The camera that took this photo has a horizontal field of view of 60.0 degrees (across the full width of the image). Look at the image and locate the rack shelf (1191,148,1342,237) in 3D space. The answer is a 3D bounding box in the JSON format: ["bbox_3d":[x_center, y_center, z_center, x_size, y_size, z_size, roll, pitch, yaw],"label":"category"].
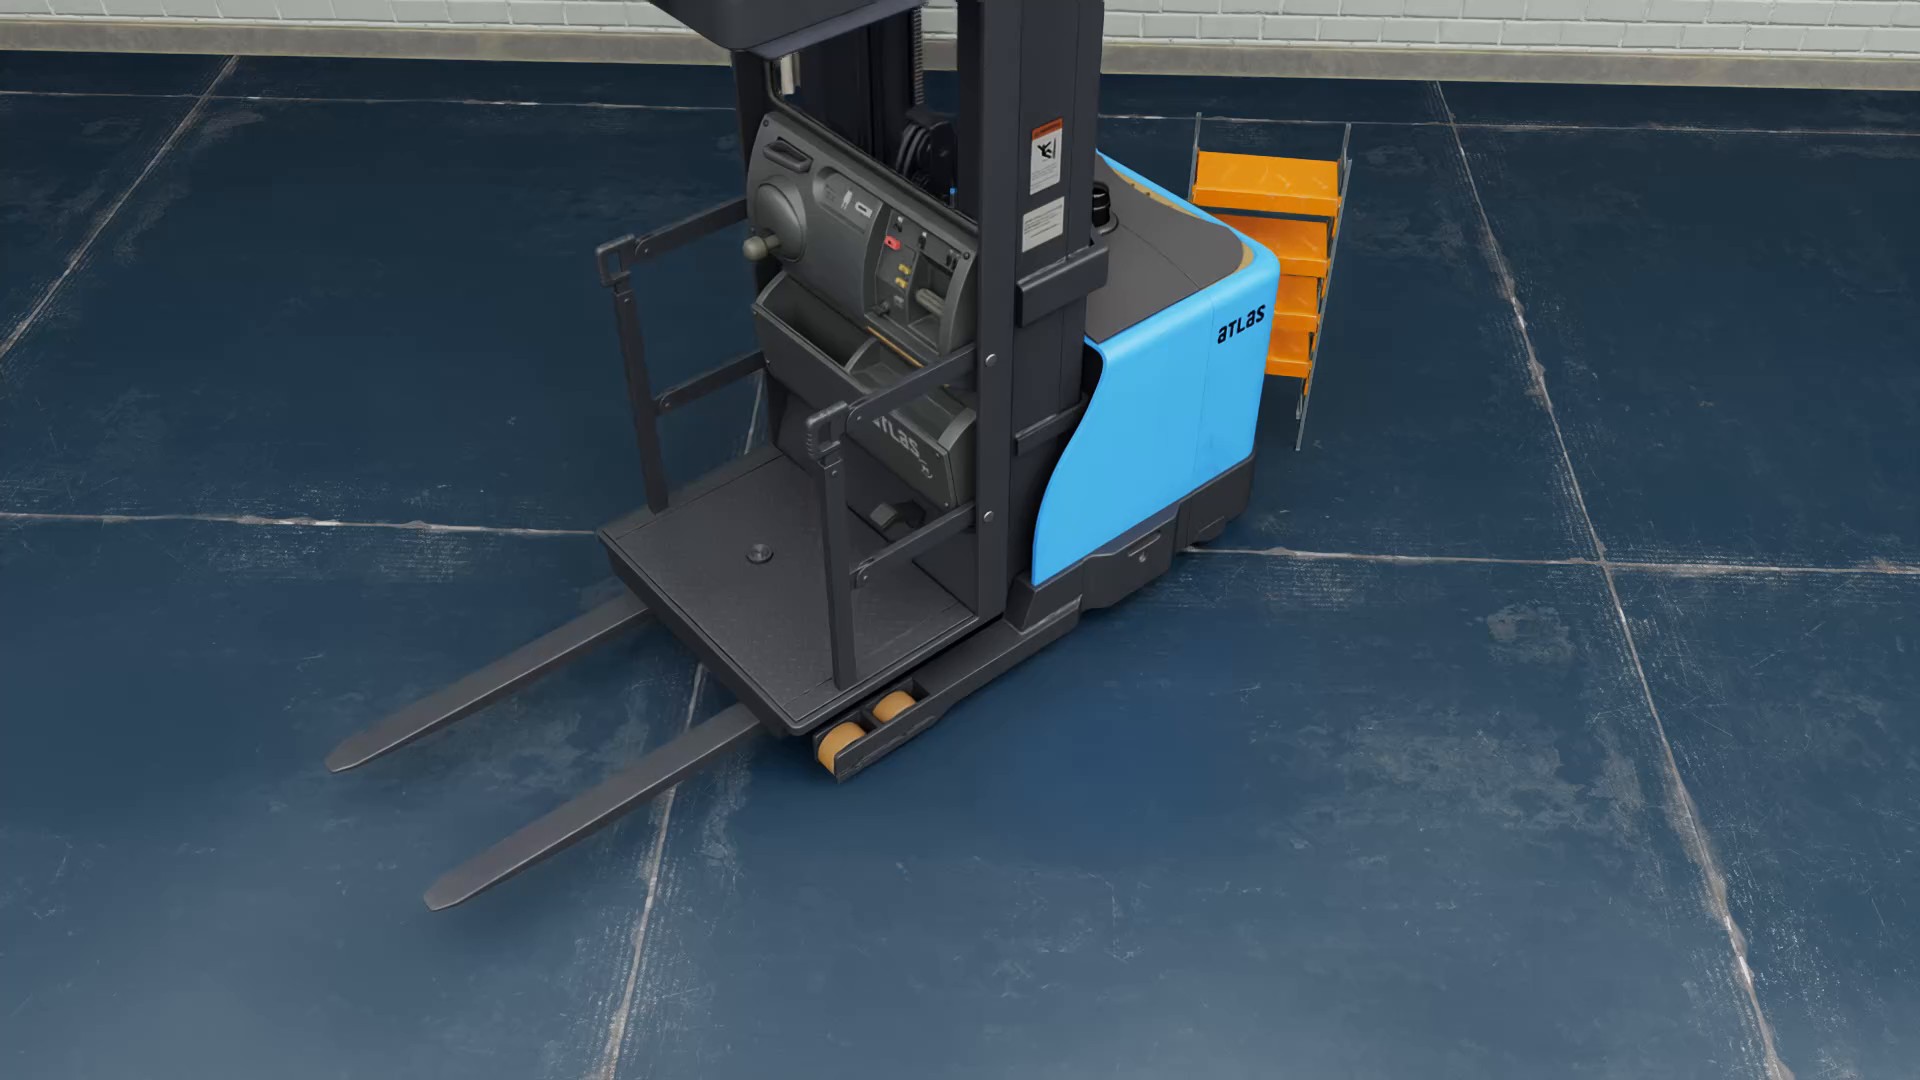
[{"bbox_3d":[1.015,-1.160,5.538,0.480,0.148,0.258,6,43,6],"label":"rack shelf"}]

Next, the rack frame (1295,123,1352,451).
[{"bbox_3d":[1.256,-0.847,5.778,0.015,1.200,0.240,6,43,6],"label":"rack frame"}]

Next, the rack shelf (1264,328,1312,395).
[{"bbox_3d":[1.015,-0.678,5.987,0.480,0.148,0.258,6,43,6],"label":"rack shelf"}]

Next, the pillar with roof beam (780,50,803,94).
[{"bbox_3d":[-0.849,-2.631,1.972,0.400,9.000,9.100,2,43,2],"label":"pillar with roof beam"}]

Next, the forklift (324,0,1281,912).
[{"bbox_3d":[-0.445,-0.769,4.425,3.031,2.935,1.130,-30,51,-28],"label":"forklift"}]

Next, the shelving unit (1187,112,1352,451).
[{"bbox_3d":[1.015,-0.872,5.806,0.503,1.200,0.258,6,43,6],"label":"shelving unit"}]

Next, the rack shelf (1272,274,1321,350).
[{"bbox_3d":[1.015,-0.823,5.852,0.480,0.148,0.258,6,43,6],"label":"rack shelf"}]

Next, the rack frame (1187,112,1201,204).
[{"bbox_3d":[0.774,-0.898,5.833,0.015,1.200,0.240,6,43,6],"label":"rack frame"}]

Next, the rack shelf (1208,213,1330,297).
[{"bbox_3d":[1.015,-0.987,5.699,0.480,0.148,0.258,6,43,6],"label":"rack shelf"}]
